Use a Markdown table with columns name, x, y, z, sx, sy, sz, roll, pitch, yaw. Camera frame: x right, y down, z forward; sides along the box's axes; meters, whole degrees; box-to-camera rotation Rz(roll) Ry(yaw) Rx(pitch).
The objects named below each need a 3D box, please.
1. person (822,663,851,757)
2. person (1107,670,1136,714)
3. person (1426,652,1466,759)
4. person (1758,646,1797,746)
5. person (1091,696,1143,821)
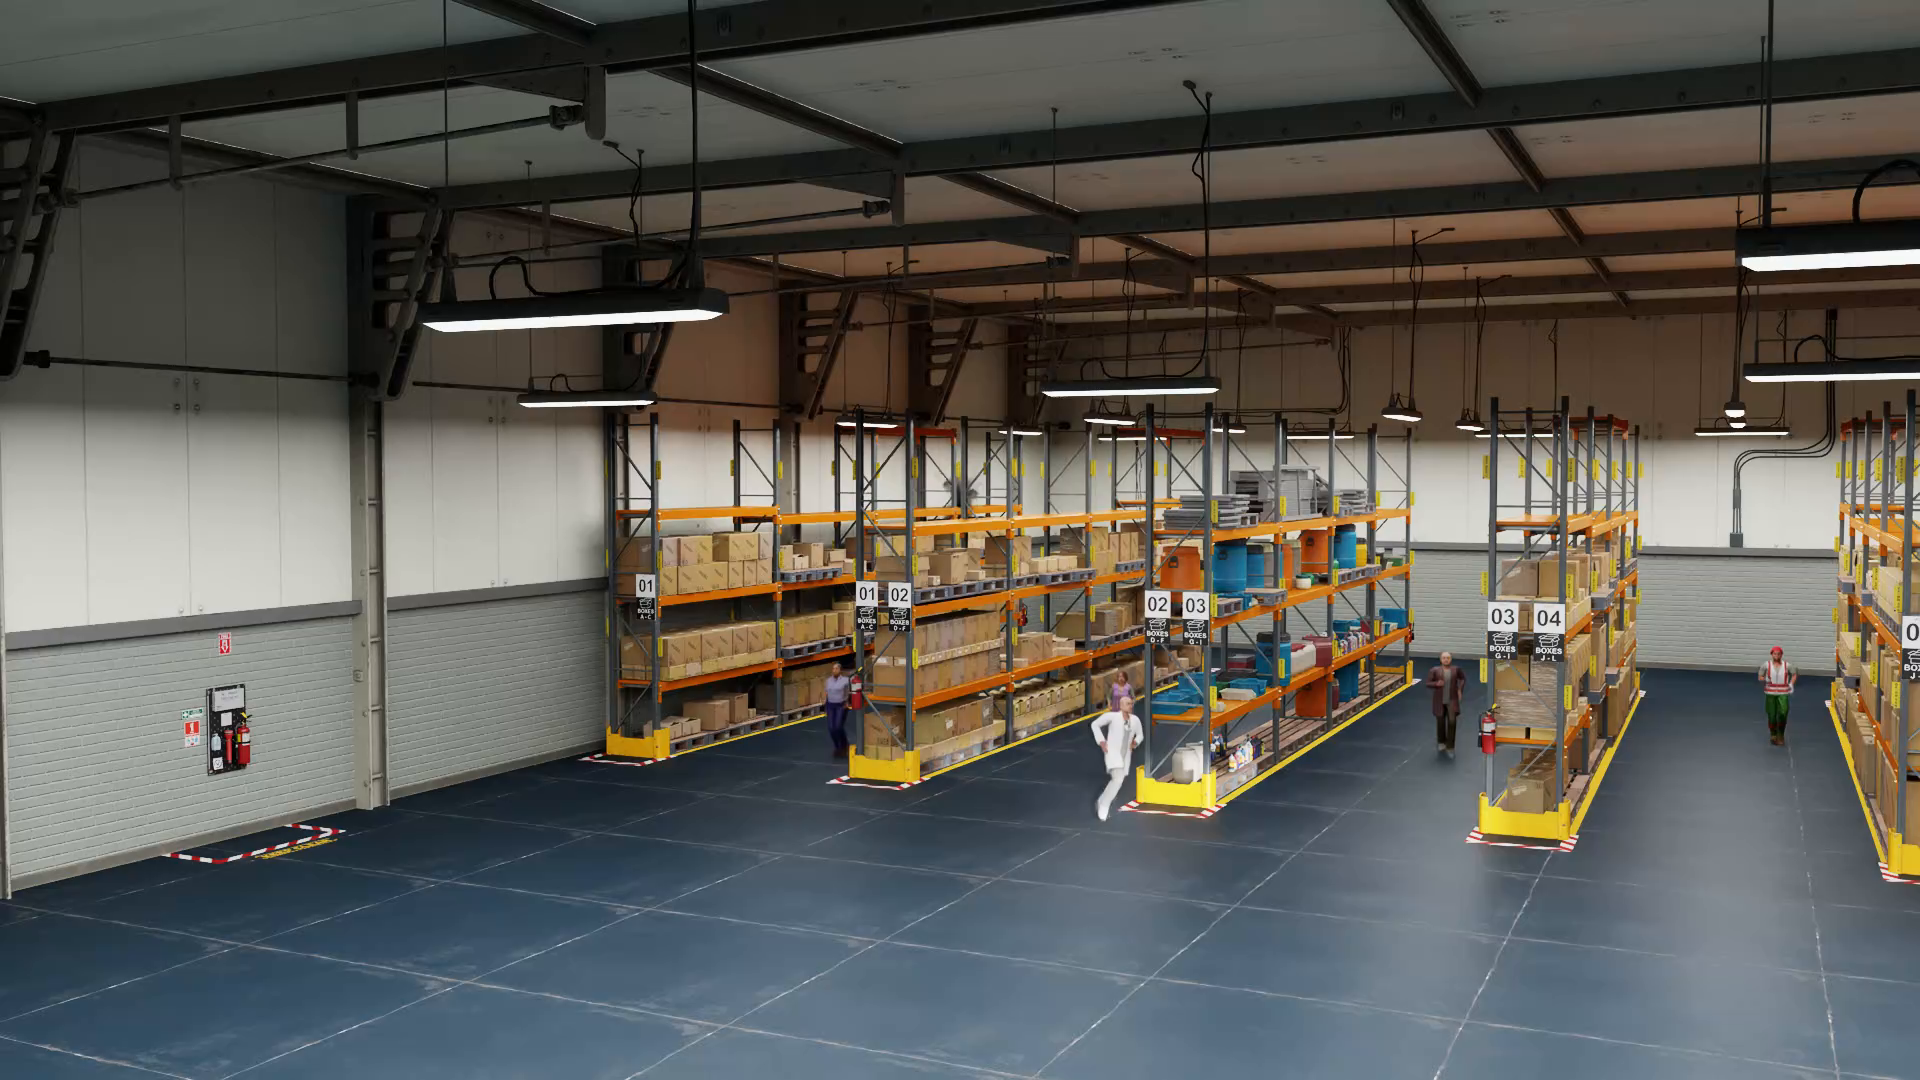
| name | x | y | z | sx | sy | sz | roll | pitch | yaw |
| --- | --- | --- | --- | --- | --- | --- | --- | --- | --- |
| person | -2.156 | 2.978 | 29.008 | 0.588 | 1.625 | 0.603 | 1 | 3 | 21 |
| person | 2.760 | 3.033 | 28.582 | 0.534 | 1.538 | 0.536 | 1 | 2 | 14 |
| person | 8.514 | 2.874 | 29.158 | 0.685 | 1.831 | 0.831 | 1 | 2 | 14 |
| person | 14.857 | 2.841 | 30.260 | 0.613 | 1.809 | 0.681 | 1 | 3 | 27 |
| person | 2.284 | 3.127 | 23.925 | 0.711 | 1.757 | 0.703 | -1 | 3 | -30 |
